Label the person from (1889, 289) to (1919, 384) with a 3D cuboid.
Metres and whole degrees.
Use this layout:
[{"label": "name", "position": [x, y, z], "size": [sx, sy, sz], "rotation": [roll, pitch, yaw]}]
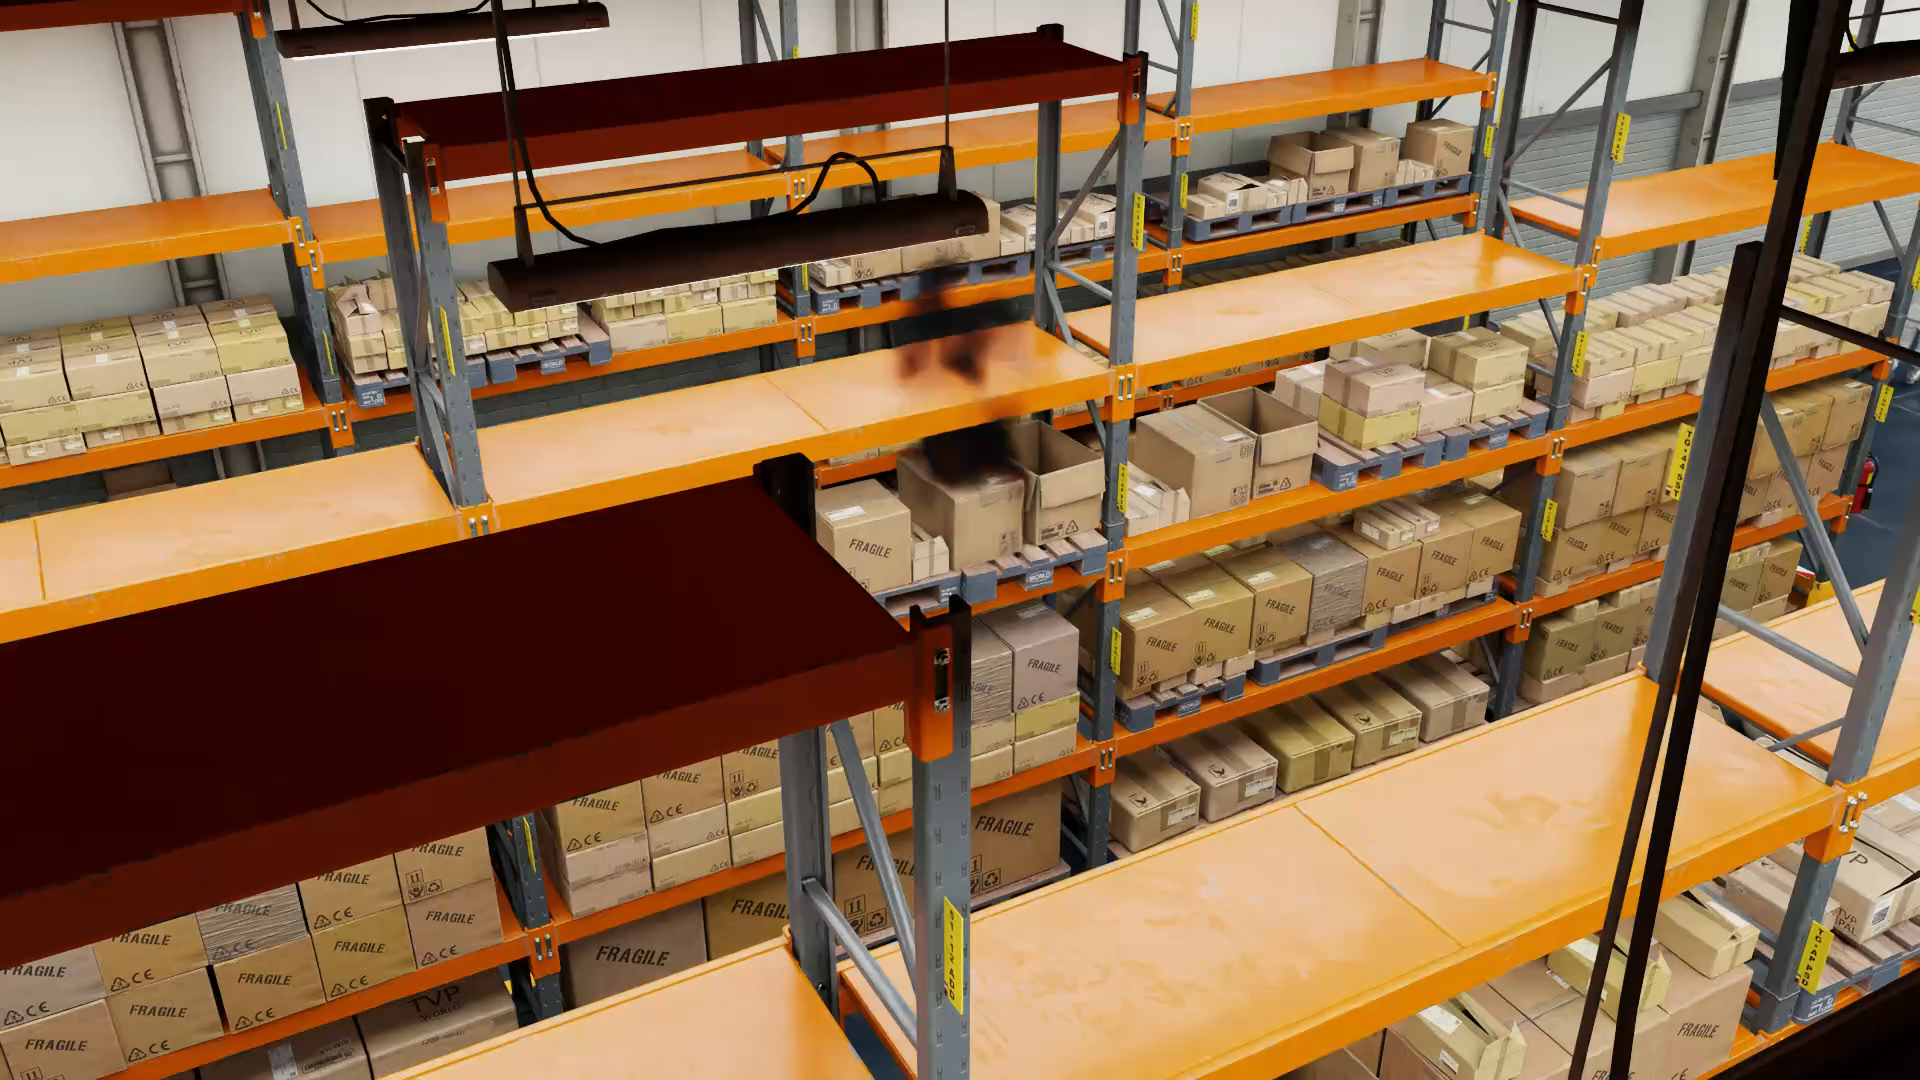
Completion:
[{"label": "person", "position": [11.655, -2.679, 20.169], "size": [0.849, 1.758, 0.668], "rotation": [-23, 36, -37]}]
